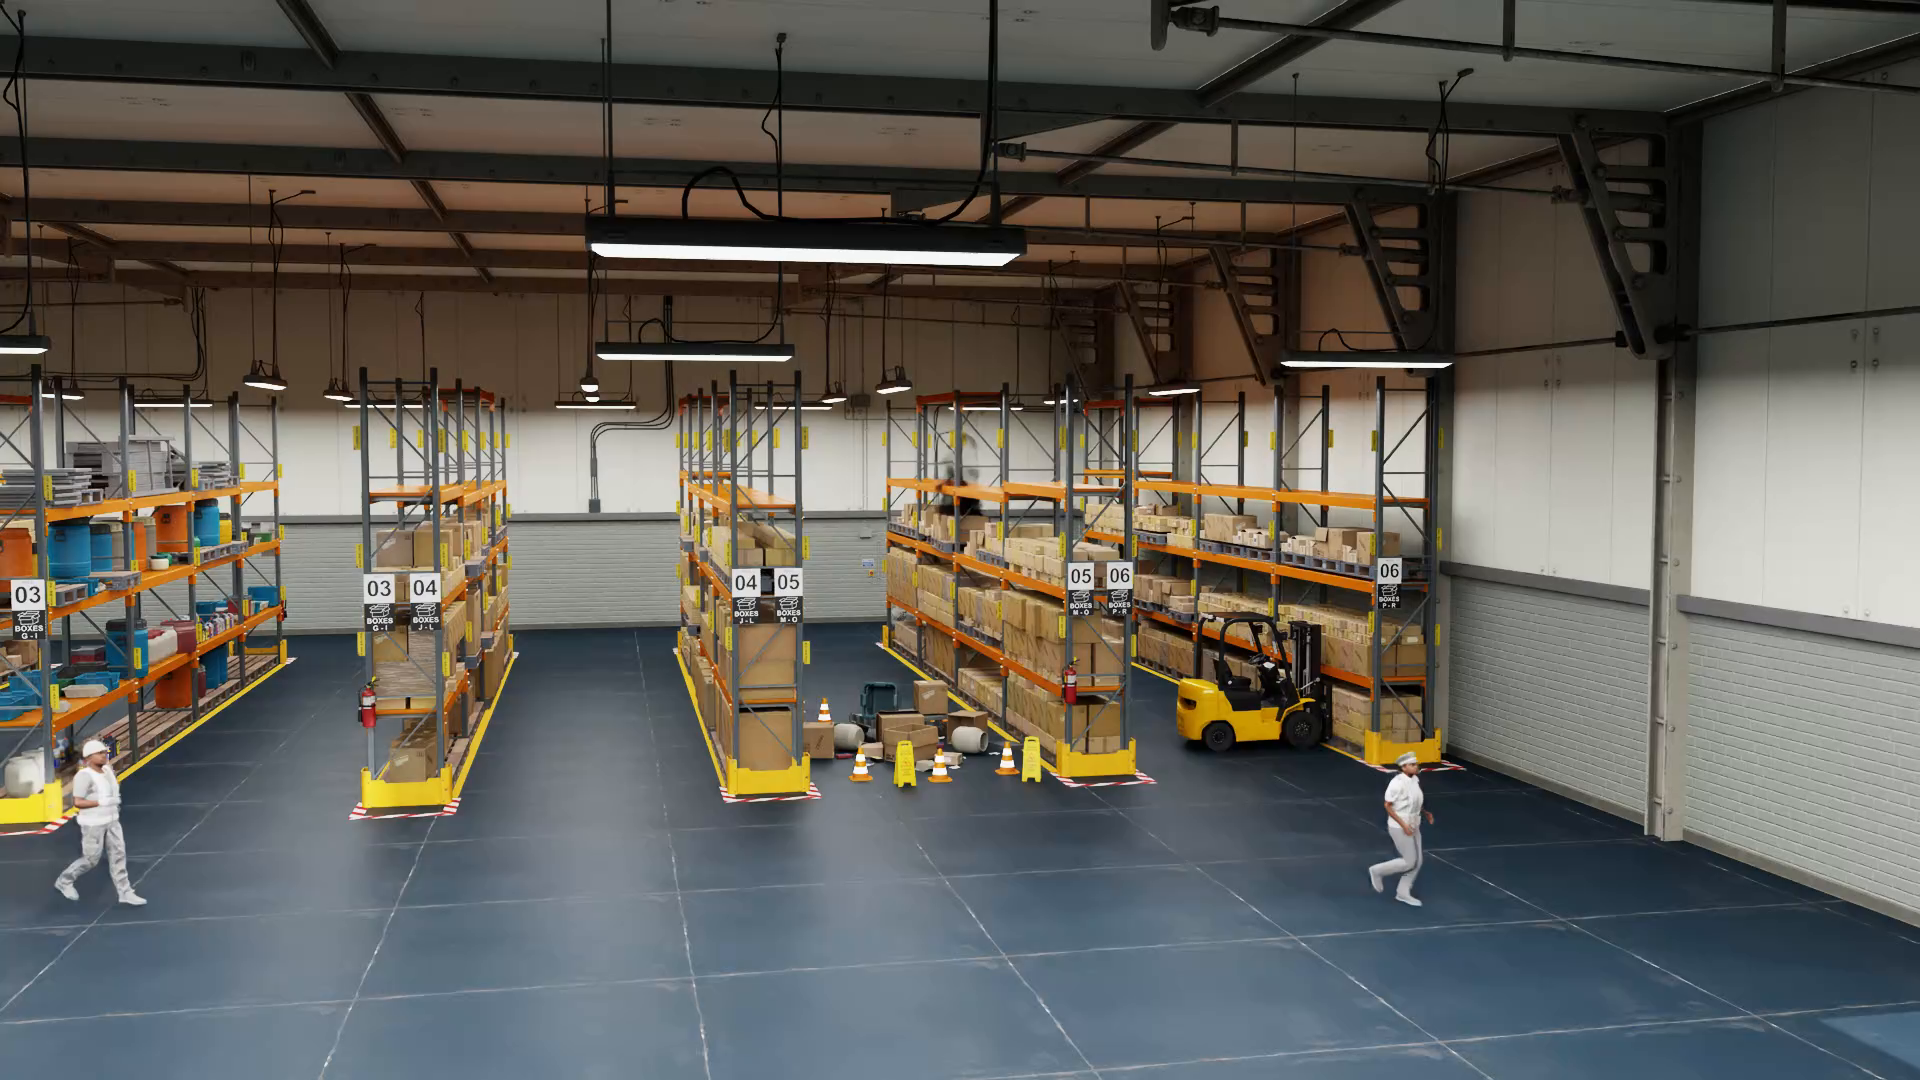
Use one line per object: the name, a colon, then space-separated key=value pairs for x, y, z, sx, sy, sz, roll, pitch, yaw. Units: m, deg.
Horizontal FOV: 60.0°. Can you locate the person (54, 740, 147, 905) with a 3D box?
person: x=-9.197 y=3.024 z=17.765 sx=0.982 sy=1.775 sz=0.681 roll=0 pitch=3 yaw=7

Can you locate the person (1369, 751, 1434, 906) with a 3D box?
person: x=4.816 y=3.105 z=18.074 sx=0.605 sy=1.676 sz=0.574 roll=3 pitch=5 yaw=42

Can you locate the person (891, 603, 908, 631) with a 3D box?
person: x=-1.491 y=1.686 z=41.924 sx=0.502 sy=1.717 sz=0.988 roll=1 pitch=4 yaw=16
